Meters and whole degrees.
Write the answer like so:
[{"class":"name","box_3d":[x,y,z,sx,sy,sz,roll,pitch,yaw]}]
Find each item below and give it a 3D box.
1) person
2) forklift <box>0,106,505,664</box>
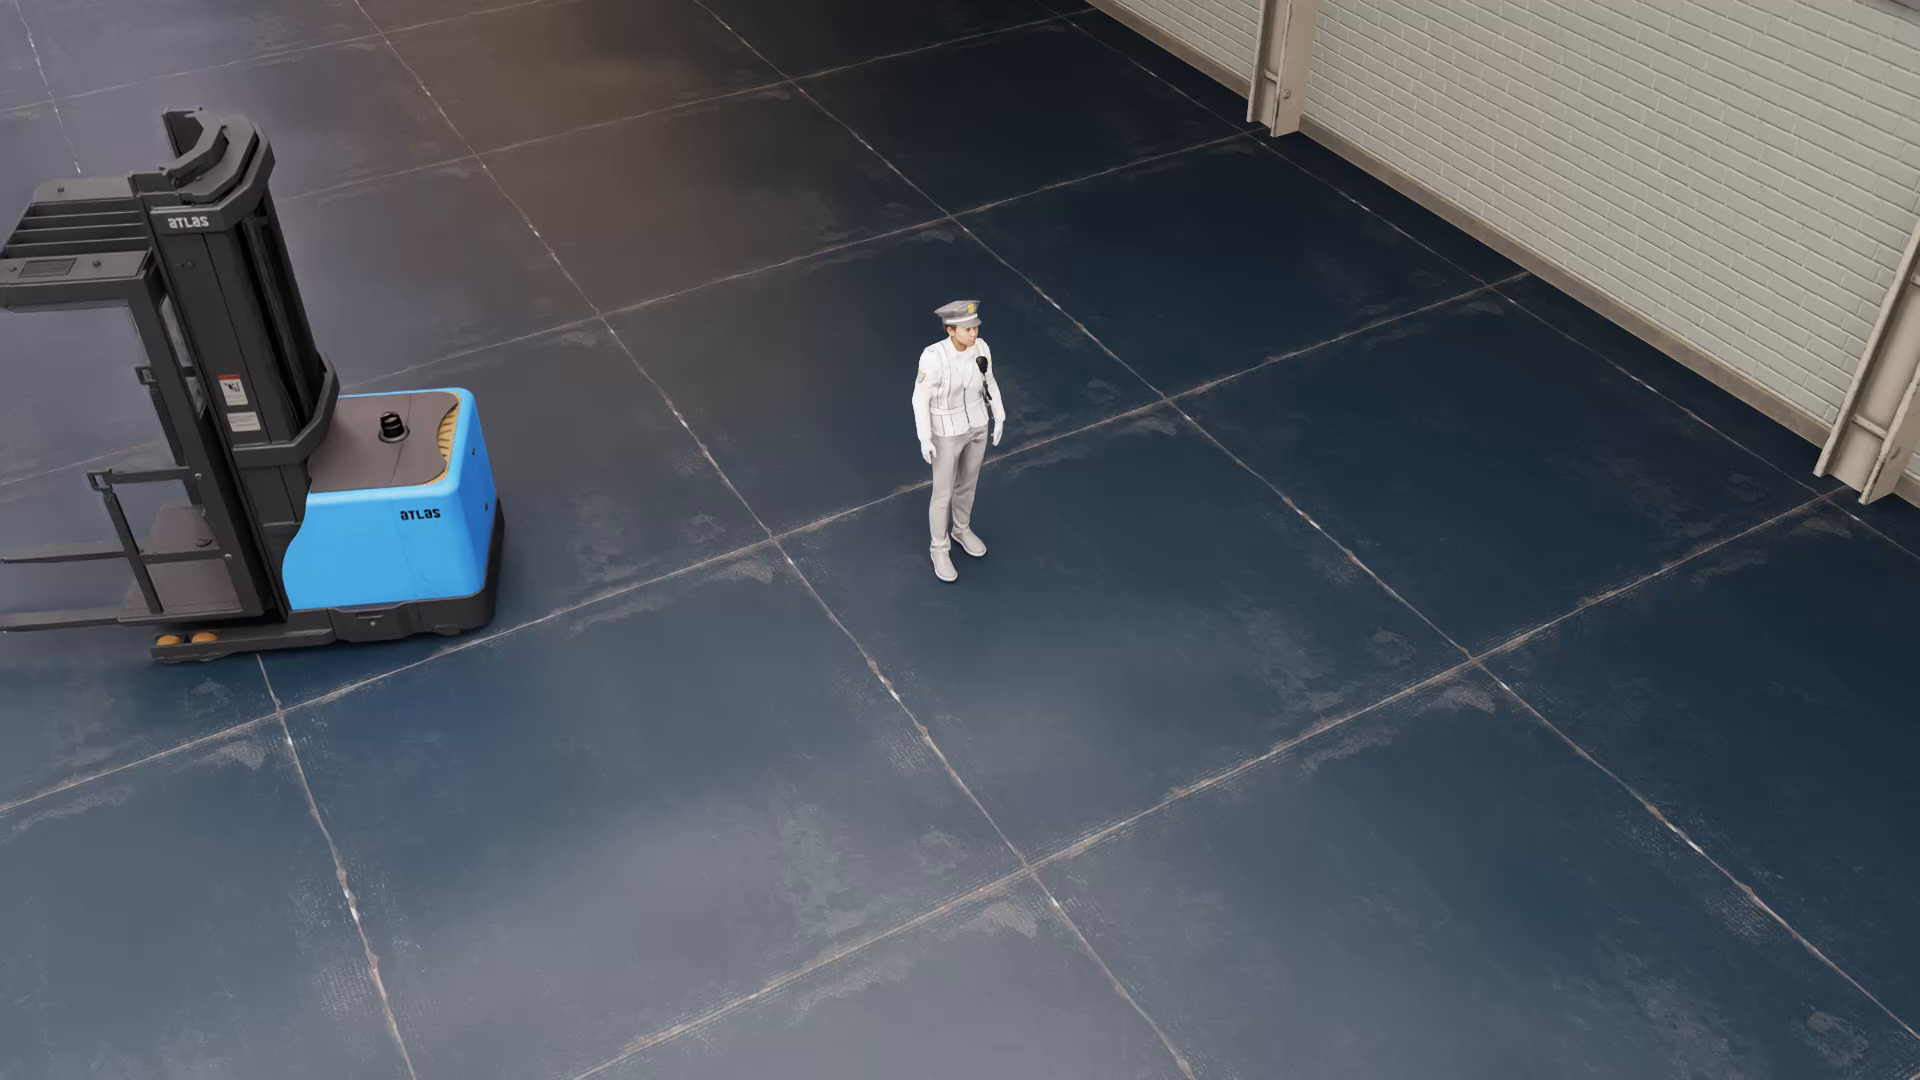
[{"class":"person","box_3d":[0.028,-0.617,9.738,0.587,1.694,0.530,-20,44,-23]},{"class":"forklift","box_3d":[-4.278,-0.781,8.978,3.031,2.935,1.130,-5,40,-6]}]
